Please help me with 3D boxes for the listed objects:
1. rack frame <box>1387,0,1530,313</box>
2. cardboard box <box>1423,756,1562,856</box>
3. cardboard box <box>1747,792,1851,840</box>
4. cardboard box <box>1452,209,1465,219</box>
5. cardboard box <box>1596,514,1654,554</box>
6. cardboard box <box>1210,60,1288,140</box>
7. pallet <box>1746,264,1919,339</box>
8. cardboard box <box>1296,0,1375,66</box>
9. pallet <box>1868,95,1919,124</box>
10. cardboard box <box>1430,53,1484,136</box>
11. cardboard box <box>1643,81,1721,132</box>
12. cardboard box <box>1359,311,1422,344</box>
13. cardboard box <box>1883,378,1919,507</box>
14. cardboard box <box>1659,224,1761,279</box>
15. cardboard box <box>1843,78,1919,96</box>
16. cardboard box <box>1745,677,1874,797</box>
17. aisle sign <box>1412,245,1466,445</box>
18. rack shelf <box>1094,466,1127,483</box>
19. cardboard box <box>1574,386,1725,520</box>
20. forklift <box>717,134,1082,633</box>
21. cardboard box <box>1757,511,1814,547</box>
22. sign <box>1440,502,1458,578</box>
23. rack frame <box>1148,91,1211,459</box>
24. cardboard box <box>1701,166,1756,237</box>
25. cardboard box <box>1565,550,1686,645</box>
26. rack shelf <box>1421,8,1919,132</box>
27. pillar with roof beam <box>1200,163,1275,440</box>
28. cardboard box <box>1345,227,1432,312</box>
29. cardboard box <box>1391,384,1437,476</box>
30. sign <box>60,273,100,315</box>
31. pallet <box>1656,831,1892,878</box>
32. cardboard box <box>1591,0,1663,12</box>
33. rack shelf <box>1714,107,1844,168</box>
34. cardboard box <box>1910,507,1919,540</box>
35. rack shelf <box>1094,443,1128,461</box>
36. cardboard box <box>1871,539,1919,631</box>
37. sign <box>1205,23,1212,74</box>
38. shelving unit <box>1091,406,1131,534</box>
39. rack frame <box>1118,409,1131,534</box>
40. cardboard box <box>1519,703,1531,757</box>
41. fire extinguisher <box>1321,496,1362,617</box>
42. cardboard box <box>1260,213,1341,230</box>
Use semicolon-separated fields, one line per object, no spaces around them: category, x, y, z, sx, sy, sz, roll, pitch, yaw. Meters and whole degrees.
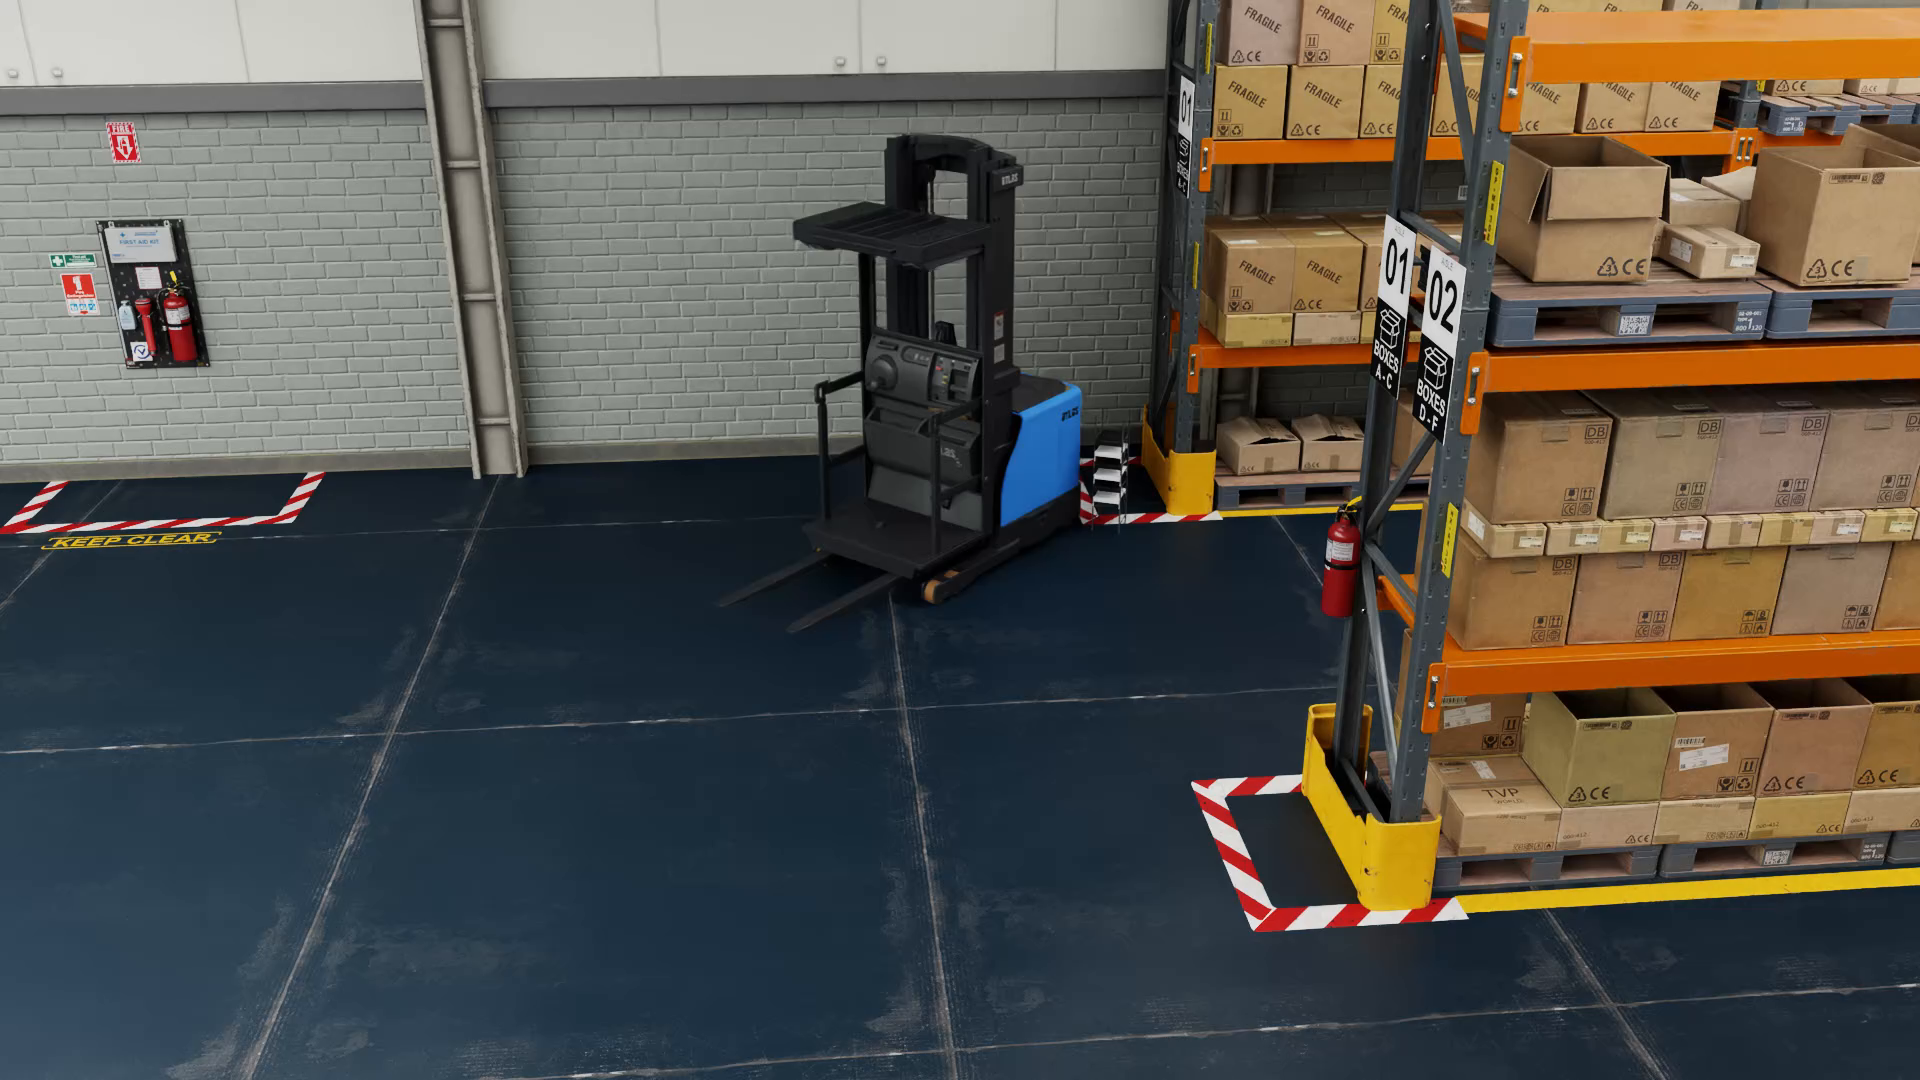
rack frame;2.126;-2.533;6.870;0.127;3.000;1.000;-2;24;-5
cardboard box;2.681;1.341;8.407;0.500;0.250;0.500;-2;24;-5
cardboard box;4.174;1.282;8.540;0.500;0.250;0.500;-2;24;-5
cardboard box;4.116;-2.266;12.891;0.500;0.500;0.500;-2;24;-4
cardboard box;3.048;-0.083;7.823;0.250;0.149;0.380;-2;24;-5
cardboard box;1.993;-3.132;11.762;0.500;0.500;0.500;-2;24;-4
pallet;4.049;-1.190;7.649;1.213;0.211;1.003;-2;24;-5
cardboard box;2.547;-3.593;11.569;0.500;0.500;0.500;-3;24;-6
pallet;7.272;-3.263;12.435;1.003;0.211;1.213;-2;24;-5
cardboard box;3.578;-3.191;11.895;0.500;0.500;0.500;-1;24;-2
cardboard box;5.135;-3.259;12.048;0.500;0.500;0.500;-2;24;-4
cardboard box;3.175;-1.670;12.474;0.500;0.250;0.500;-3;24;-6
cardboard box;4.664;-0.529;8.027;0.500;0.500;0.700;-2;24;-5
cardboard box;3.314;-1.279;7.361;0.250;0.149;0.380;-2;24;-5
cardboard box;6.781;-3.489;12.307;0.500;0.311;0.500;-2;24;-3
cardboard box;4.174;0.940;8.387;0.500;0.500;0.500;-2;24;-5
aisle sign;2.090;-0.853;7.276;0.004;0.787;0.394;-2;24;-5
rack shelf;1.117;-0.485;12.316;0.200;0.077;0.258;7;25;16
cardboard box;3.167;-0.469;7.892;0.500;0.500;0.700;-3;24;-7
forklift;-0.390;-1.127;11.177;1.130;2.935;3.031;17;29;34
cardboard box;3.819;-0.115;7.893;0.250;0.149;0.380;-3;24;-6
sign;2.174;0.001;7.391;0.005;0.325;0.100;-2;24;-5
rack frame;1.635;-1.794;12.593;0.127;3.000;1.000;-2;24;-5
cardboard box;3.799;-1.552;7.776;0.500;0.311;0.500;0;24;1
cardboard box;3.114;0.126;8.150;0.500;0.500;0.700;-2;24;-4
rack shelf;4.116;-2.101;7.277;4.000;0.370;1.077;-2;24;-5
pillar with roof beam;2.670;-3.173;8.309;0.400;9.000;9.100;-2;24;-5
cardboard box;3.147;-2.008;12.312;0.500;0.500;0.500;-3;24;-7
cardboard box;3.635;-0.876;13.063;0.500;0.500;0.700;-4;24;-8
sign;-6.748;-1.884;12.753;0.234;0.329;0.001;-2;24;-5
pallet;4.094;1.388;8.868;1.213;0.211;1.003;-2;24;-5
cardboard box;4.597;-3.680;11.764;0.500;0.500;0.500;-1;24;-2
rack shelf;7.606;-3.075;12.668;4.000;0.370;1.077;-2;24;-5
cardboard box;4.593;-0.146;7.963;0.250;0.149;0.380;-2;24;-4
rack shelf;1.117;-0.650;12.242;0.200;0.077;0.258;7;25;16
cardboard box;4.642;0.065;8.287;0.500;0.500;0.700;-2;24;-4
sign;1.689;-3.345;11.312;0.005;0.325;0.100;-2;24;-5
shelving unit;1.117;-0.516;12.302;0.210;0.900;0.258;7;25;16
rack frame;1.214;-0.503;12.274;0.006;0.900;0.240;7;25;16
cardboard box;3.127;1.107;8.934;0.500;0.250;0.500;-2;24;-5
fire extinguisher;1.962;0.061;8.516;0.183;0.674;0.296;-2;24;-5
cardboard box;2.585;-2.198;12.739;0.500;0.500;0.500;-2;24;-4
